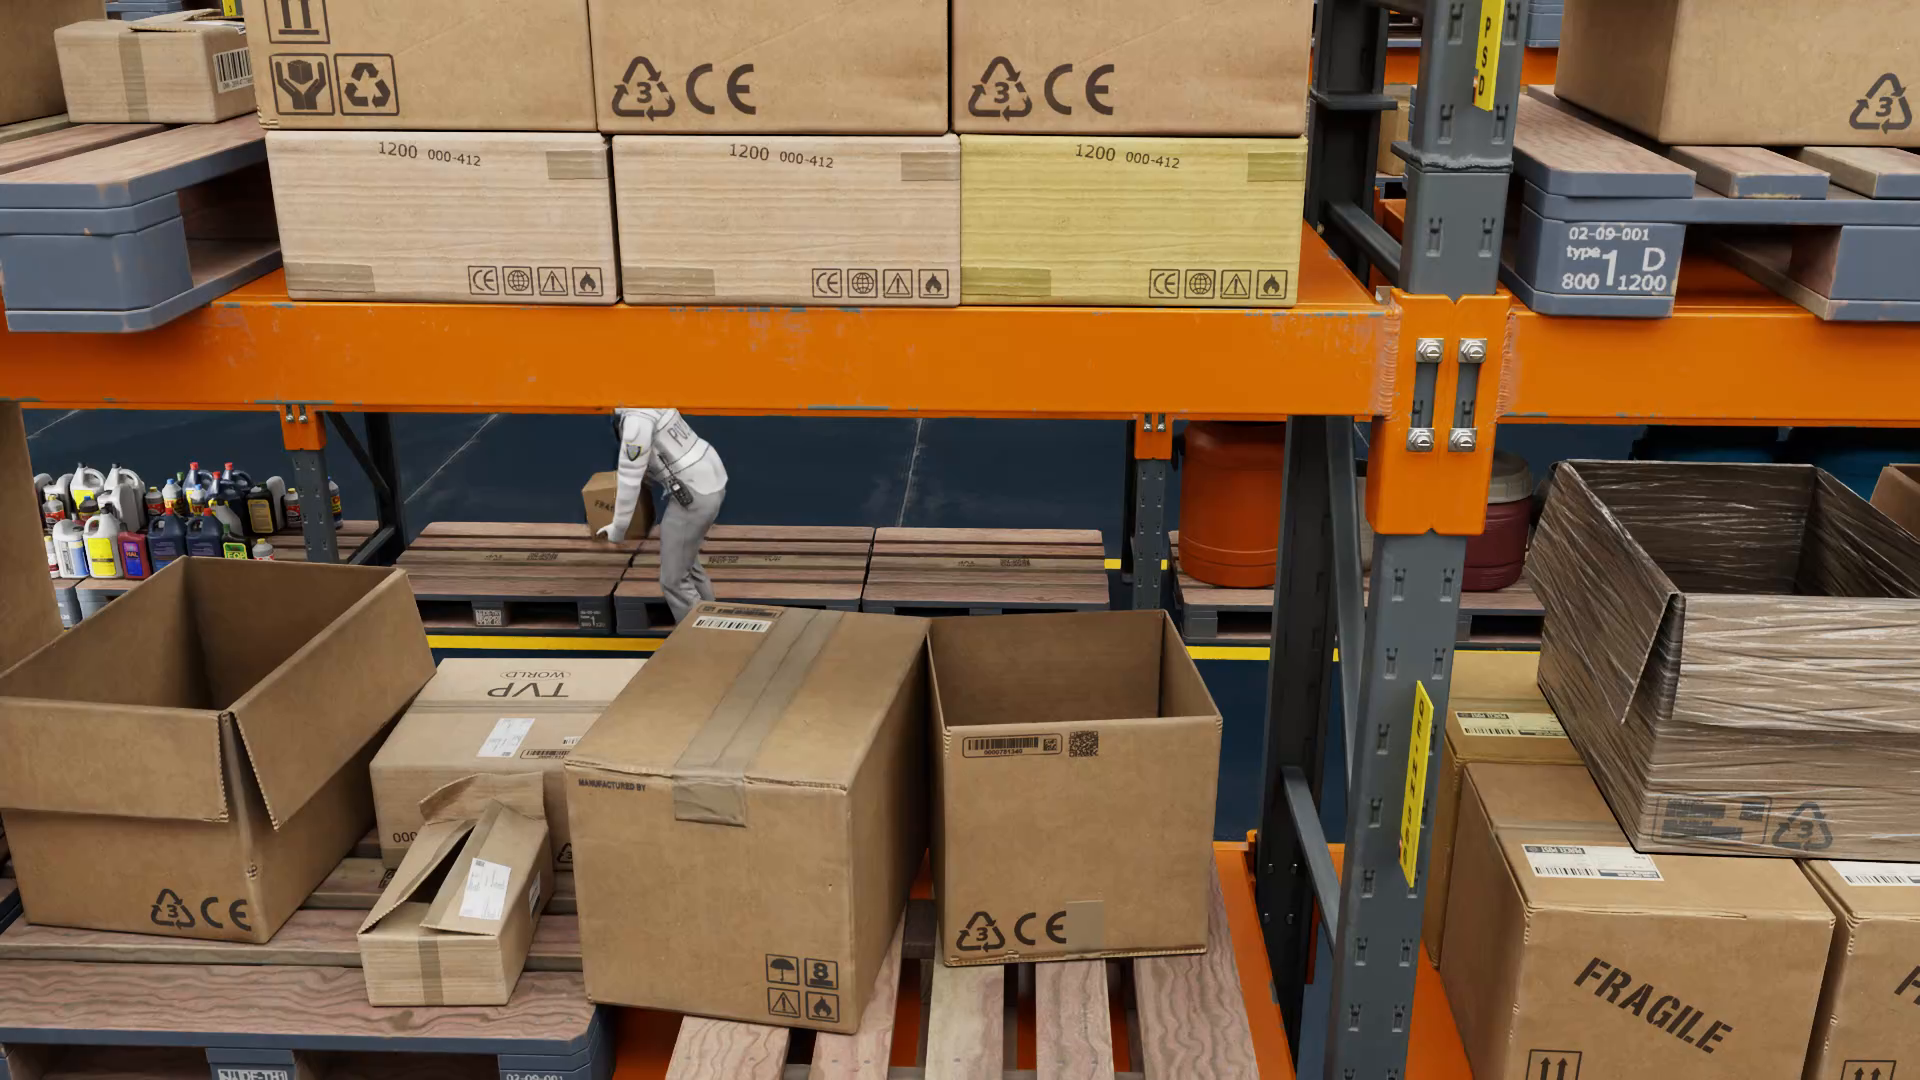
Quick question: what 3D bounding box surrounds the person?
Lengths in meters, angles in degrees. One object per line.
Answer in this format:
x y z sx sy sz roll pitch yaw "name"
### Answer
-1.373 -0.146 7.603 0.623 1.572 0.407 0 21 1 "person"
